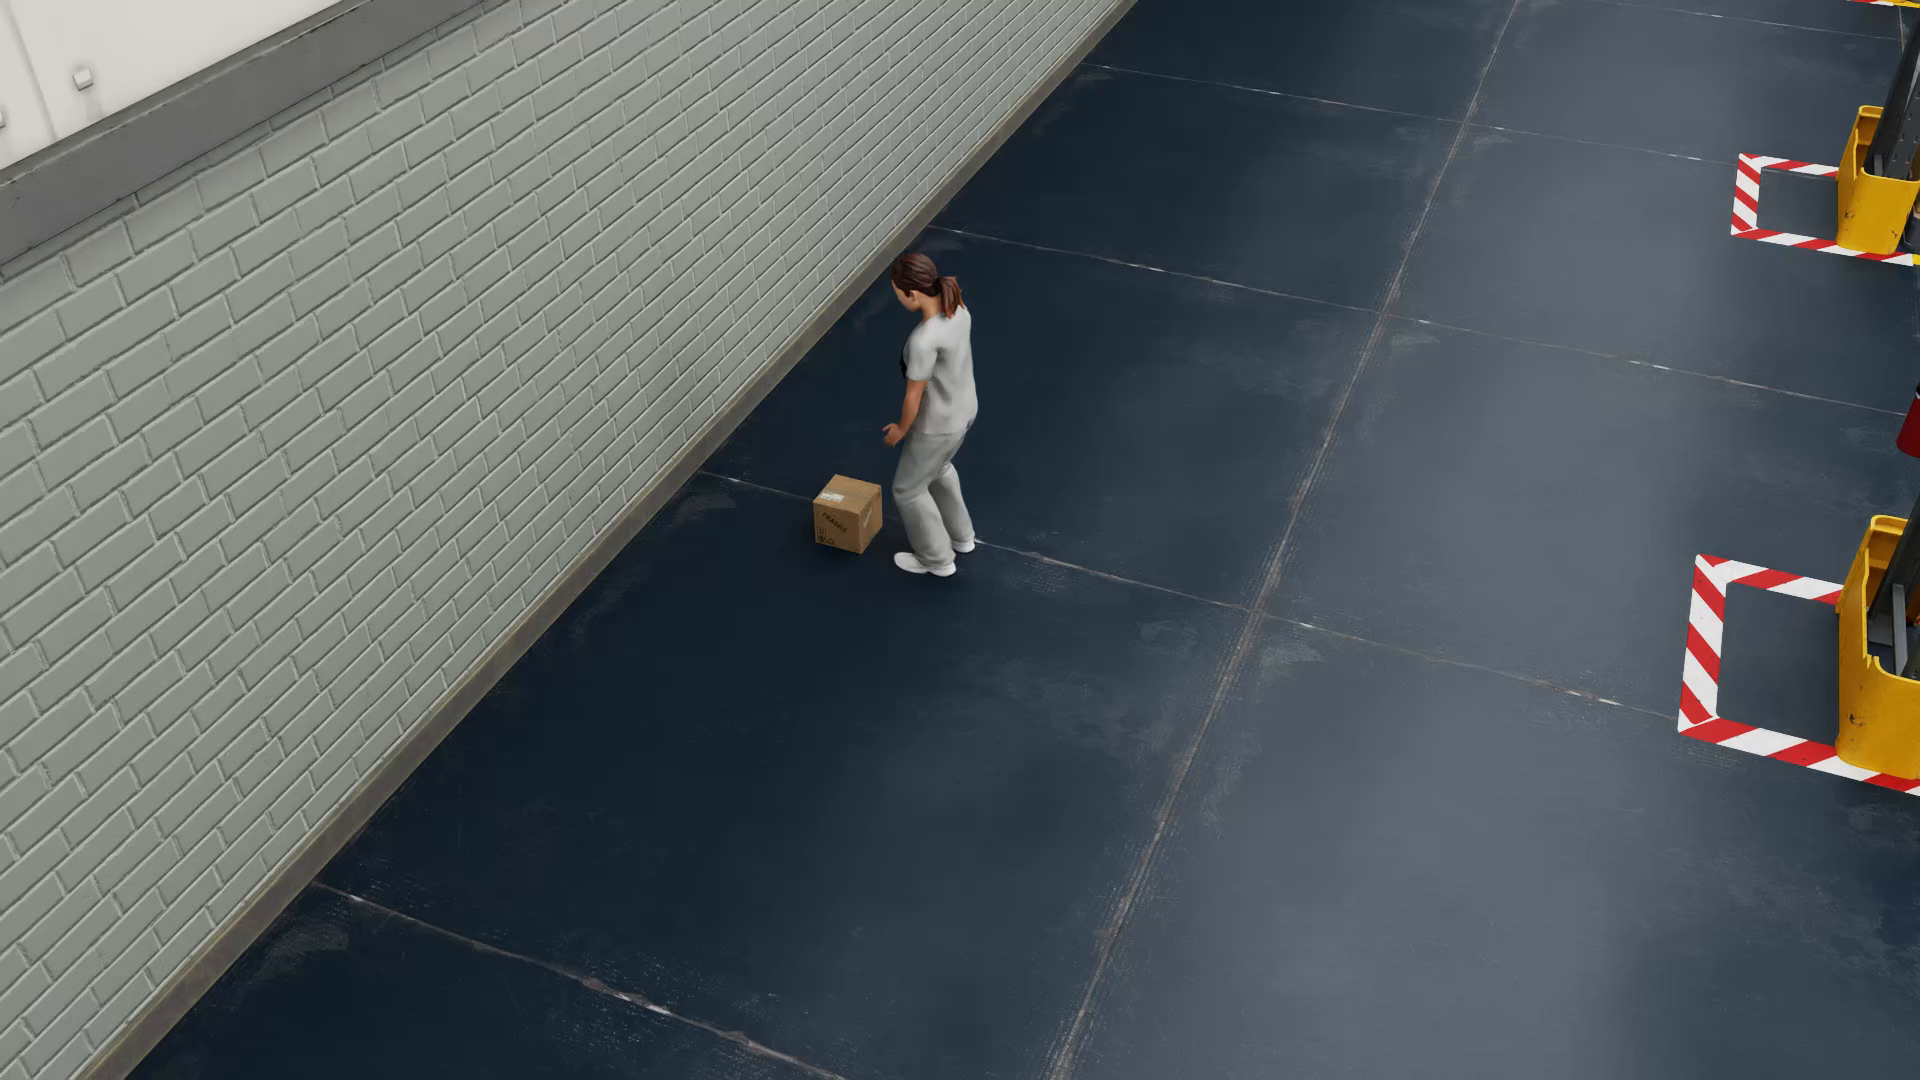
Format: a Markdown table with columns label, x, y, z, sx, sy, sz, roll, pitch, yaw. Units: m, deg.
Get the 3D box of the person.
| label | x | y | z | sx | sy | sz | roll | pitch | yaw |
| --- | --- | --- | --- | --- | --- | --- | --- | --- | --- |
| person | -0.128 | -0.553 | 7.576 | 0.370 | 1.638 | 0.458 | 15 | 40 | 19 |
